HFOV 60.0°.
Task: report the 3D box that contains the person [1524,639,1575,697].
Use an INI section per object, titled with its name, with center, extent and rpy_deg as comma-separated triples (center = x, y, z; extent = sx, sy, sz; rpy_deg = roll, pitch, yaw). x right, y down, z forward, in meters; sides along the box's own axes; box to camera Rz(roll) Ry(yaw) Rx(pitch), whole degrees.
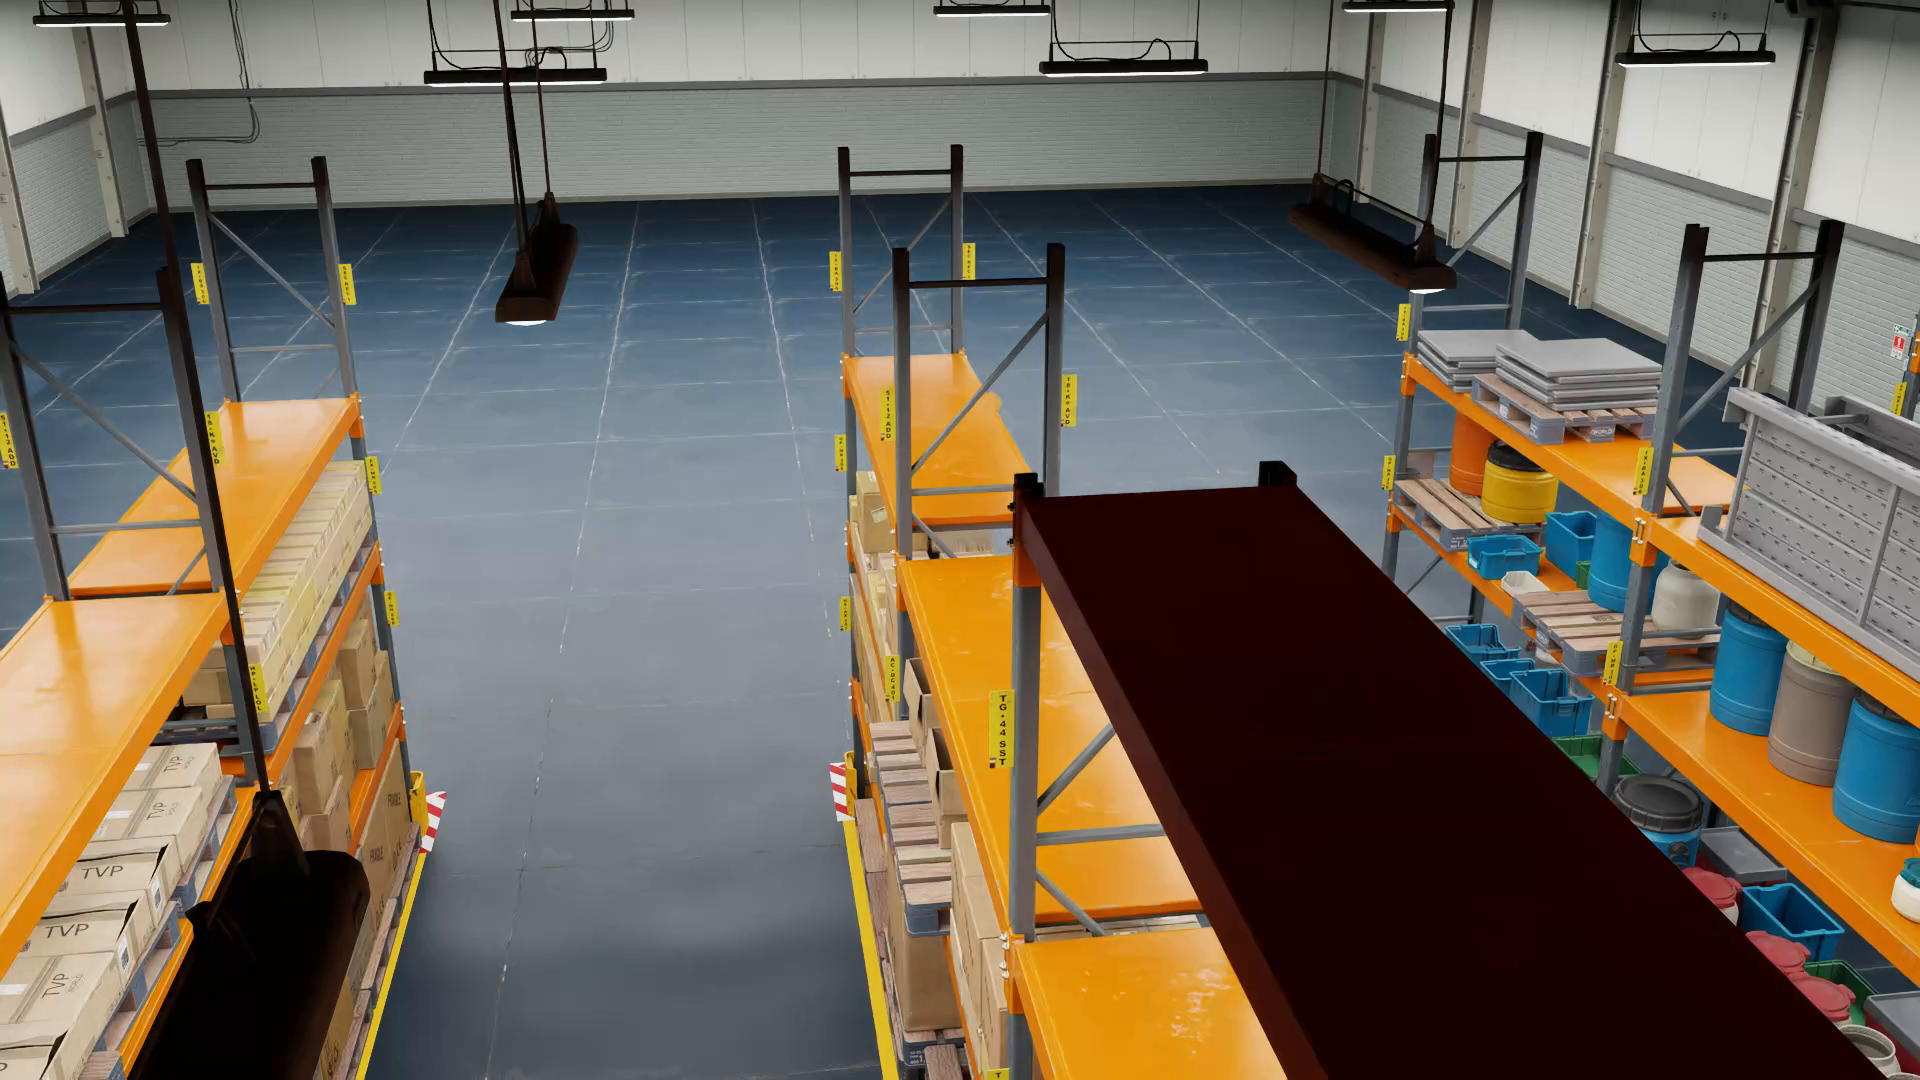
[person]
center = 5.845, 1.091, 16.486
extent = 0.507, 1.718, 0.950
rpy_deg = -17, 27, -36
